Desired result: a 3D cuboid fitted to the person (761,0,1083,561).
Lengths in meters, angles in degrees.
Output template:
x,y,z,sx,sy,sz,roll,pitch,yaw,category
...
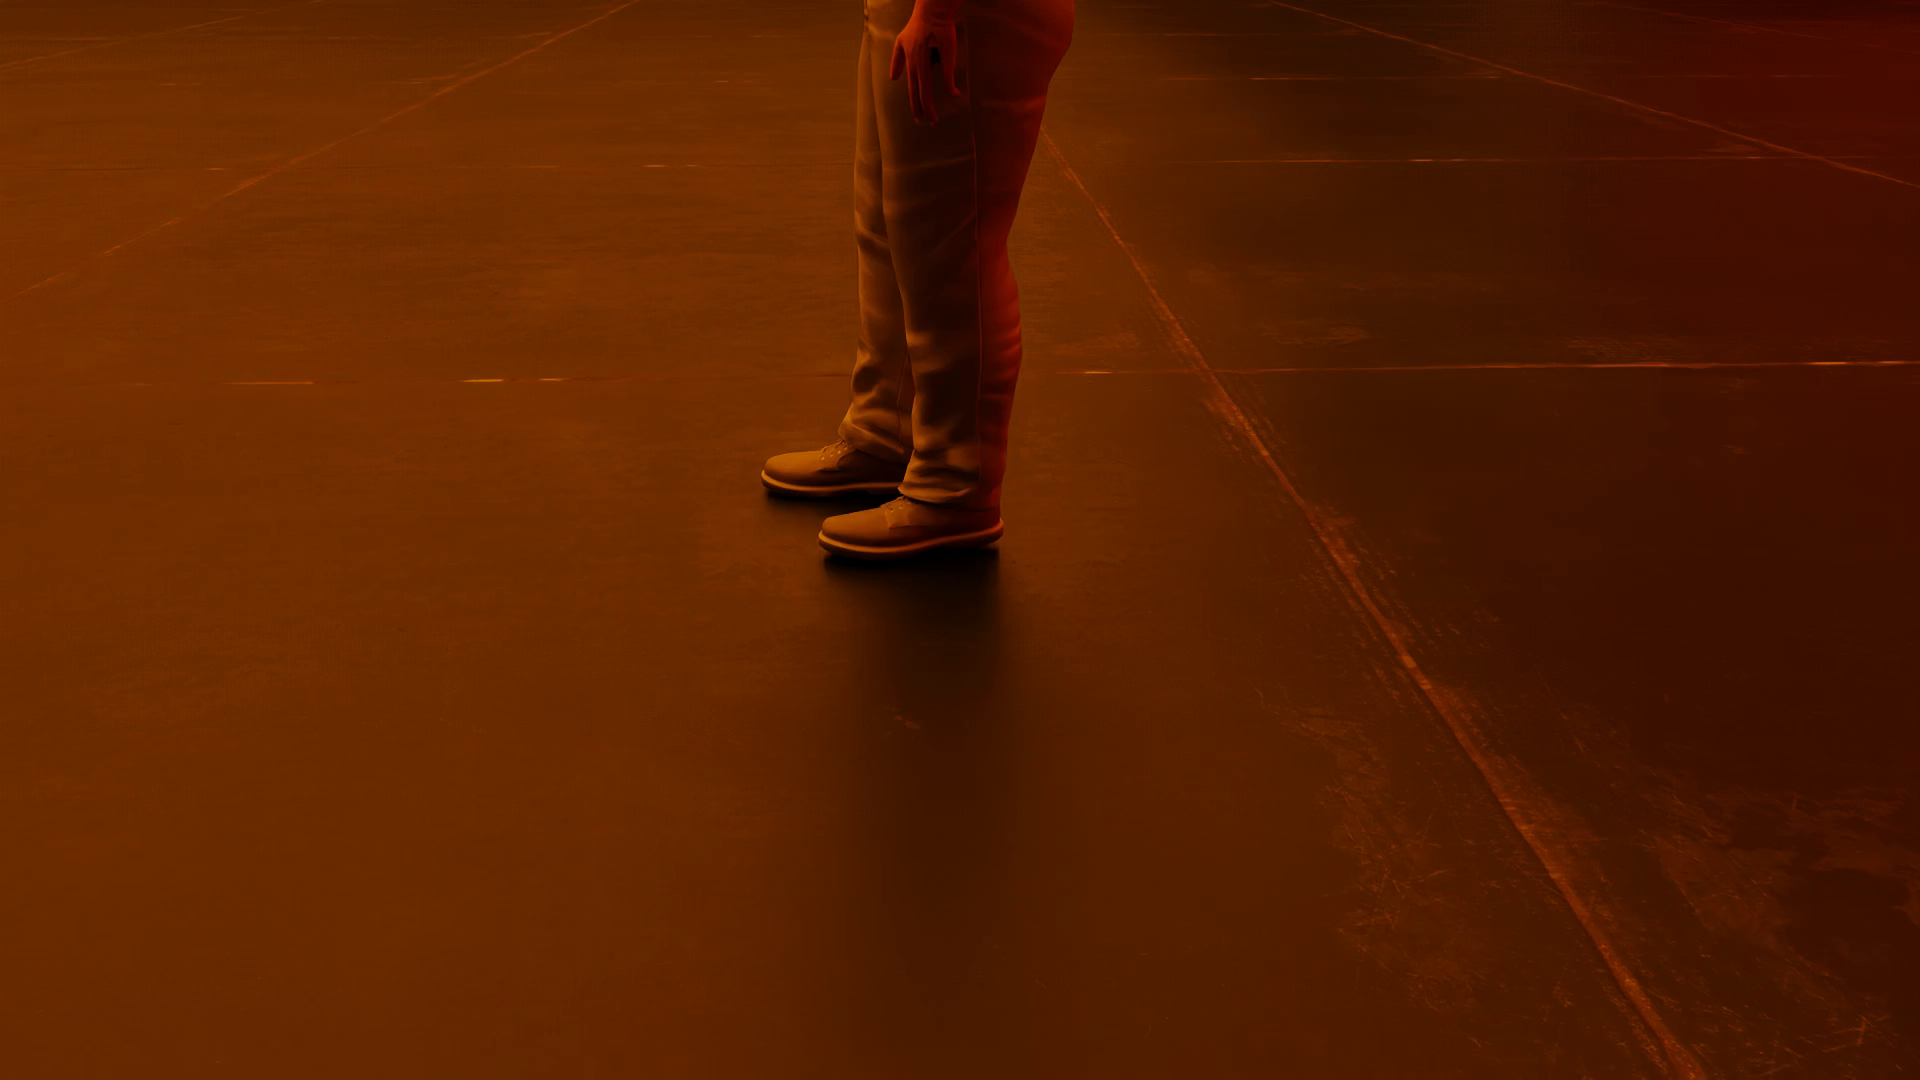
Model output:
x,y,z,sx,sy,sz,roll,pitch,yaw,category
-0.079,-0.789,2.448,0.527,1.670,0.598,-1,21,-3,person
